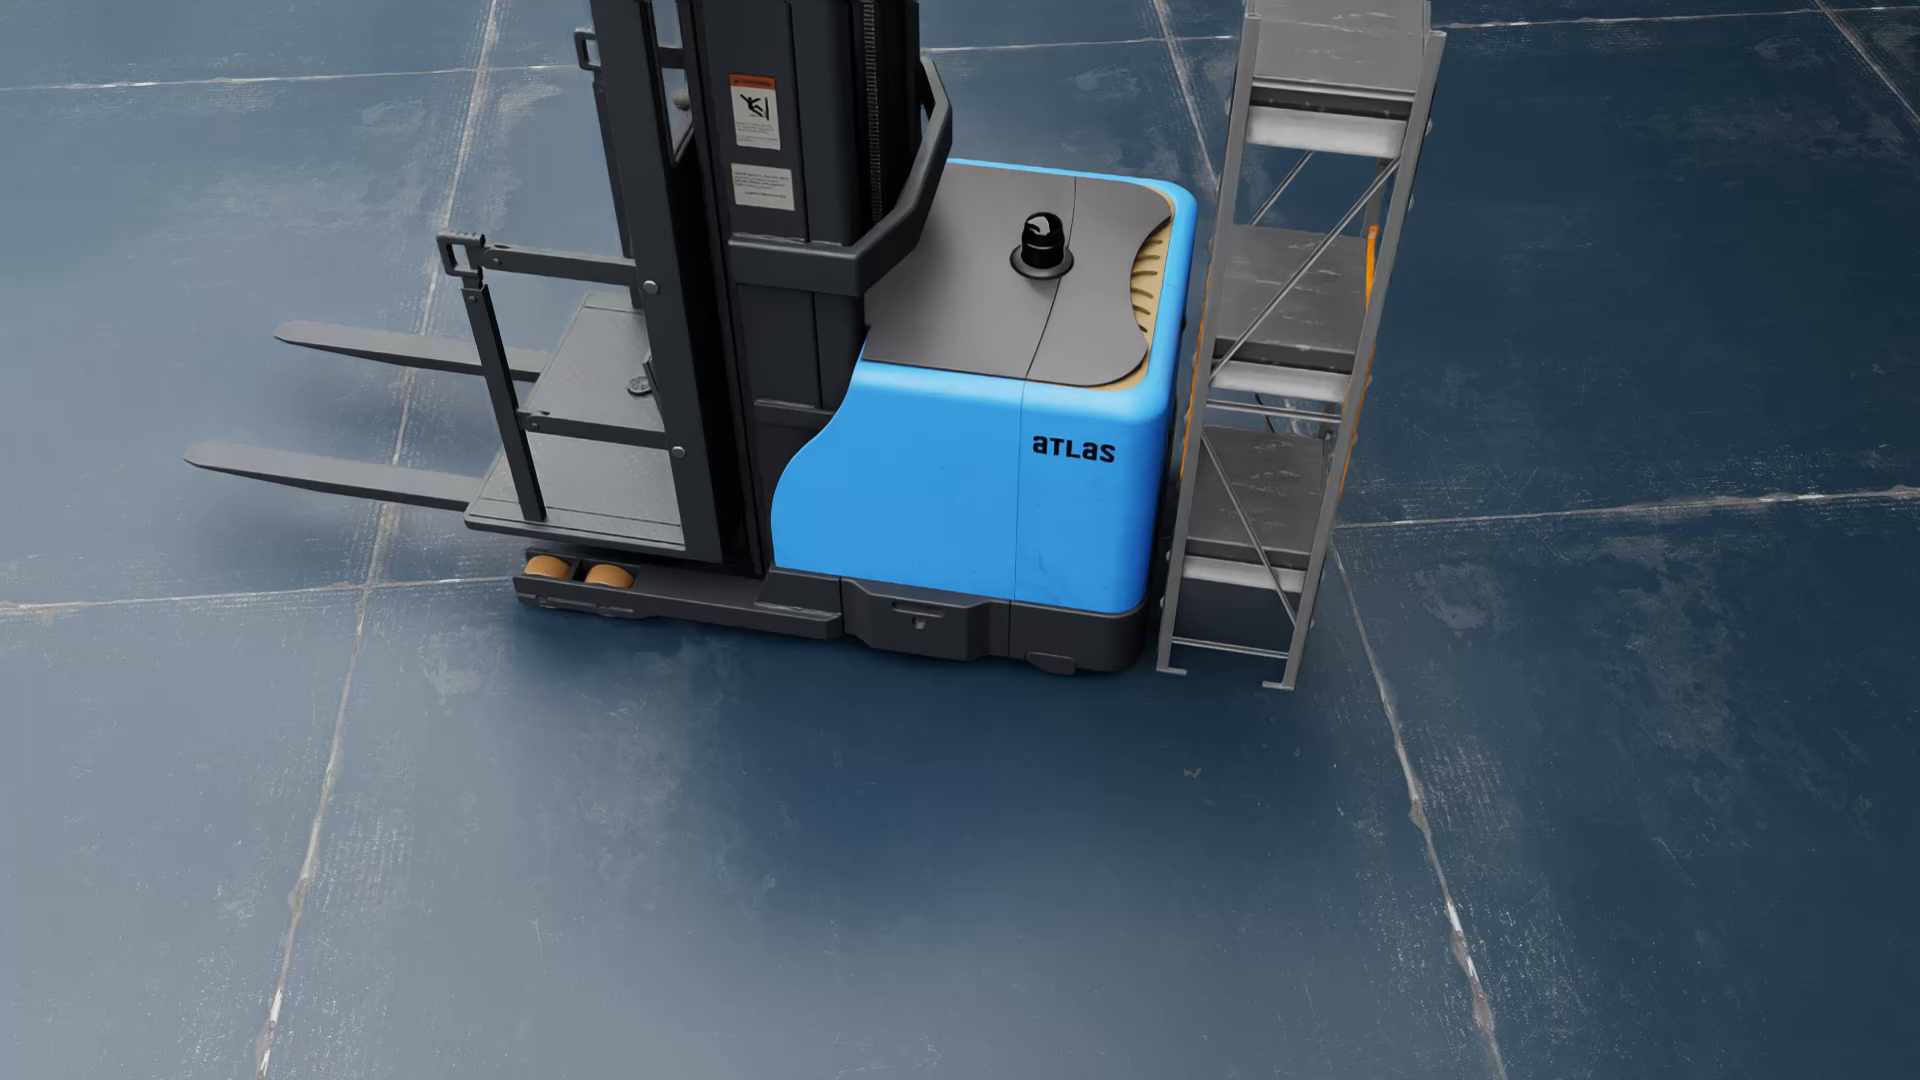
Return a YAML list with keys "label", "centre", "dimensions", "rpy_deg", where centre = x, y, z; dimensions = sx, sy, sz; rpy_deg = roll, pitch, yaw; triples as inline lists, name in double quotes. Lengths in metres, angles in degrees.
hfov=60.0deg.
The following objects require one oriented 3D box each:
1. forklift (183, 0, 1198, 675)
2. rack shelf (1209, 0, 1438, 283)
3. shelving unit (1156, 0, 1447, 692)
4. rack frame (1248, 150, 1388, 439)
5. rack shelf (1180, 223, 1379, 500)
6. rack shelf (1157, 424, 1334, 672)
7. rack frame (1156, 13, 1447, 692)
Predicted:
- label: "forklift"
  centre: [-0.878, -1.143, 4.314]
  dimensions: [3.031, 2.935, 1.130]
  rpy_deg: [8, 47, 7]
- label: "rack shelf"
  centre: [0.818, -0.959, 3.767]
  dimensions: [0.431, 0.518, 0.480]
  rpy_deg: [8, 47, 7]
- label: "shelving unit"
  centre: [0.818, -0.487, 4.265]
  dimensions: [0.431, 2.100, 0.503]
  rpy_deg: [8, 47, 7]
- label: "rack frame"
  centre: [0.863, -0.662, 4.430]
  dimensions: [0.400, 2.100, 0.015]
  rpy_deg: [8, 47, 7]
- label: "rack shelf"
  centre: [0.818, -0.478, 4.275]
  dimensions: [0.431, 0.518, 0.480]
  rpy_deg: [8, 47, 7]
- label: "rack shelf"
  centre: [0.818, 0.003, 4.784]
  dimensions: [0.431, 0.518, 0.480]
  rpy_deg: [8, 47, 7]
- label: "rack frame"
  centre: [0.773, -0.313, 4.101]
  dimensions: [0.400, 2.100, 0.015]
  rpy_deg: [8, 47, 7]
